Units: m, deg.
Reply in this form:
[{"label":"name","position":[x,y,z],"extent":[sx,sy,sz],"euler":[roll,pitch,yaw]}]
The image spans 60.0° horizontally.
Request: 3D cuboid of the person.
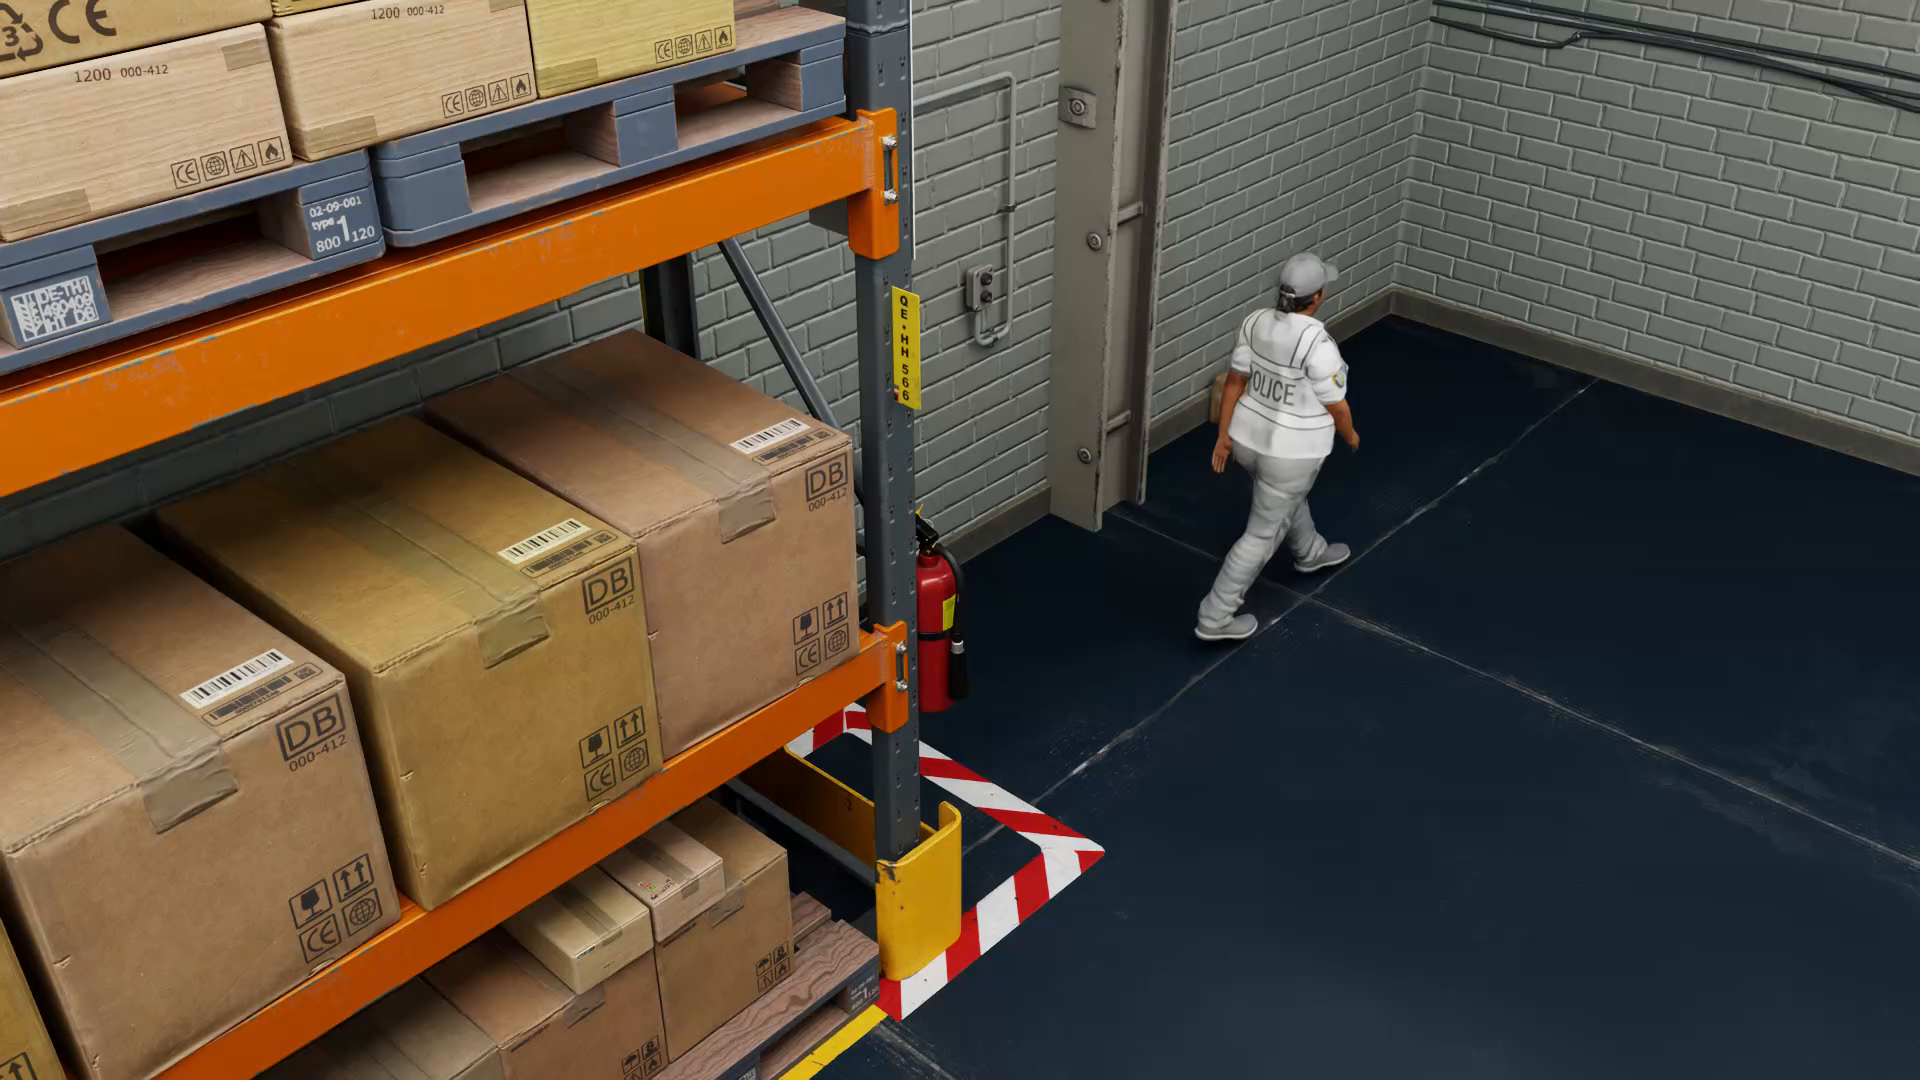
[{"label":"person","position":[1.379,-0.419,6.792],"extent":[1.014,1.602,0.478],"euler":[-17,35,-25]}]
